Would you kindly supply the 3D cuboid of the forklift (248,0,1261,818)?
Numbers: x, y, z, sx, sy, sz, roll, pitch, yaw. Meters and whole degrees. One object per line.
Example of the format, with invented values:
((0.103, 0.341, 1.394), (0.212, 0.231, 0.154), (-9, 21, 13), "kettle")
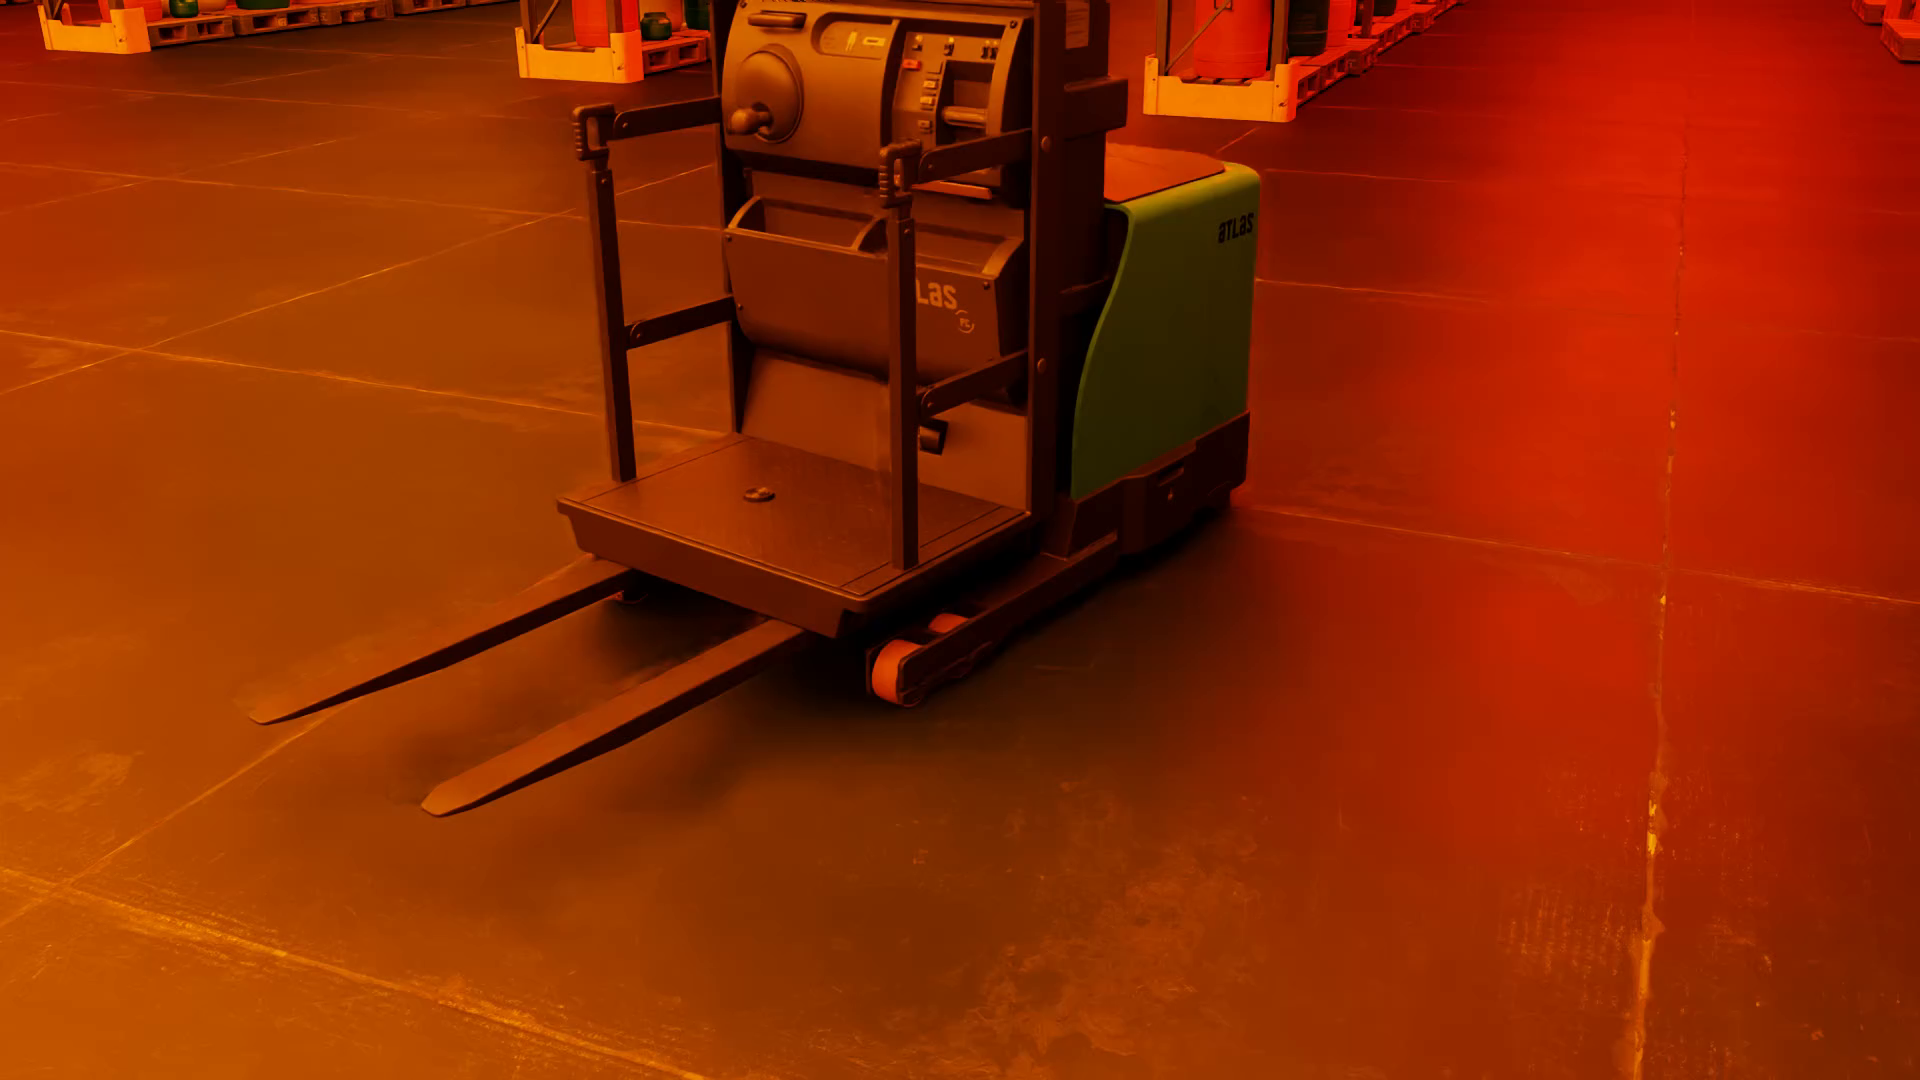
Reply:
((-0.366, -1.153, 4.051), (1.130, 2.935, 3.031), (16, 28, 34), "forklift")
